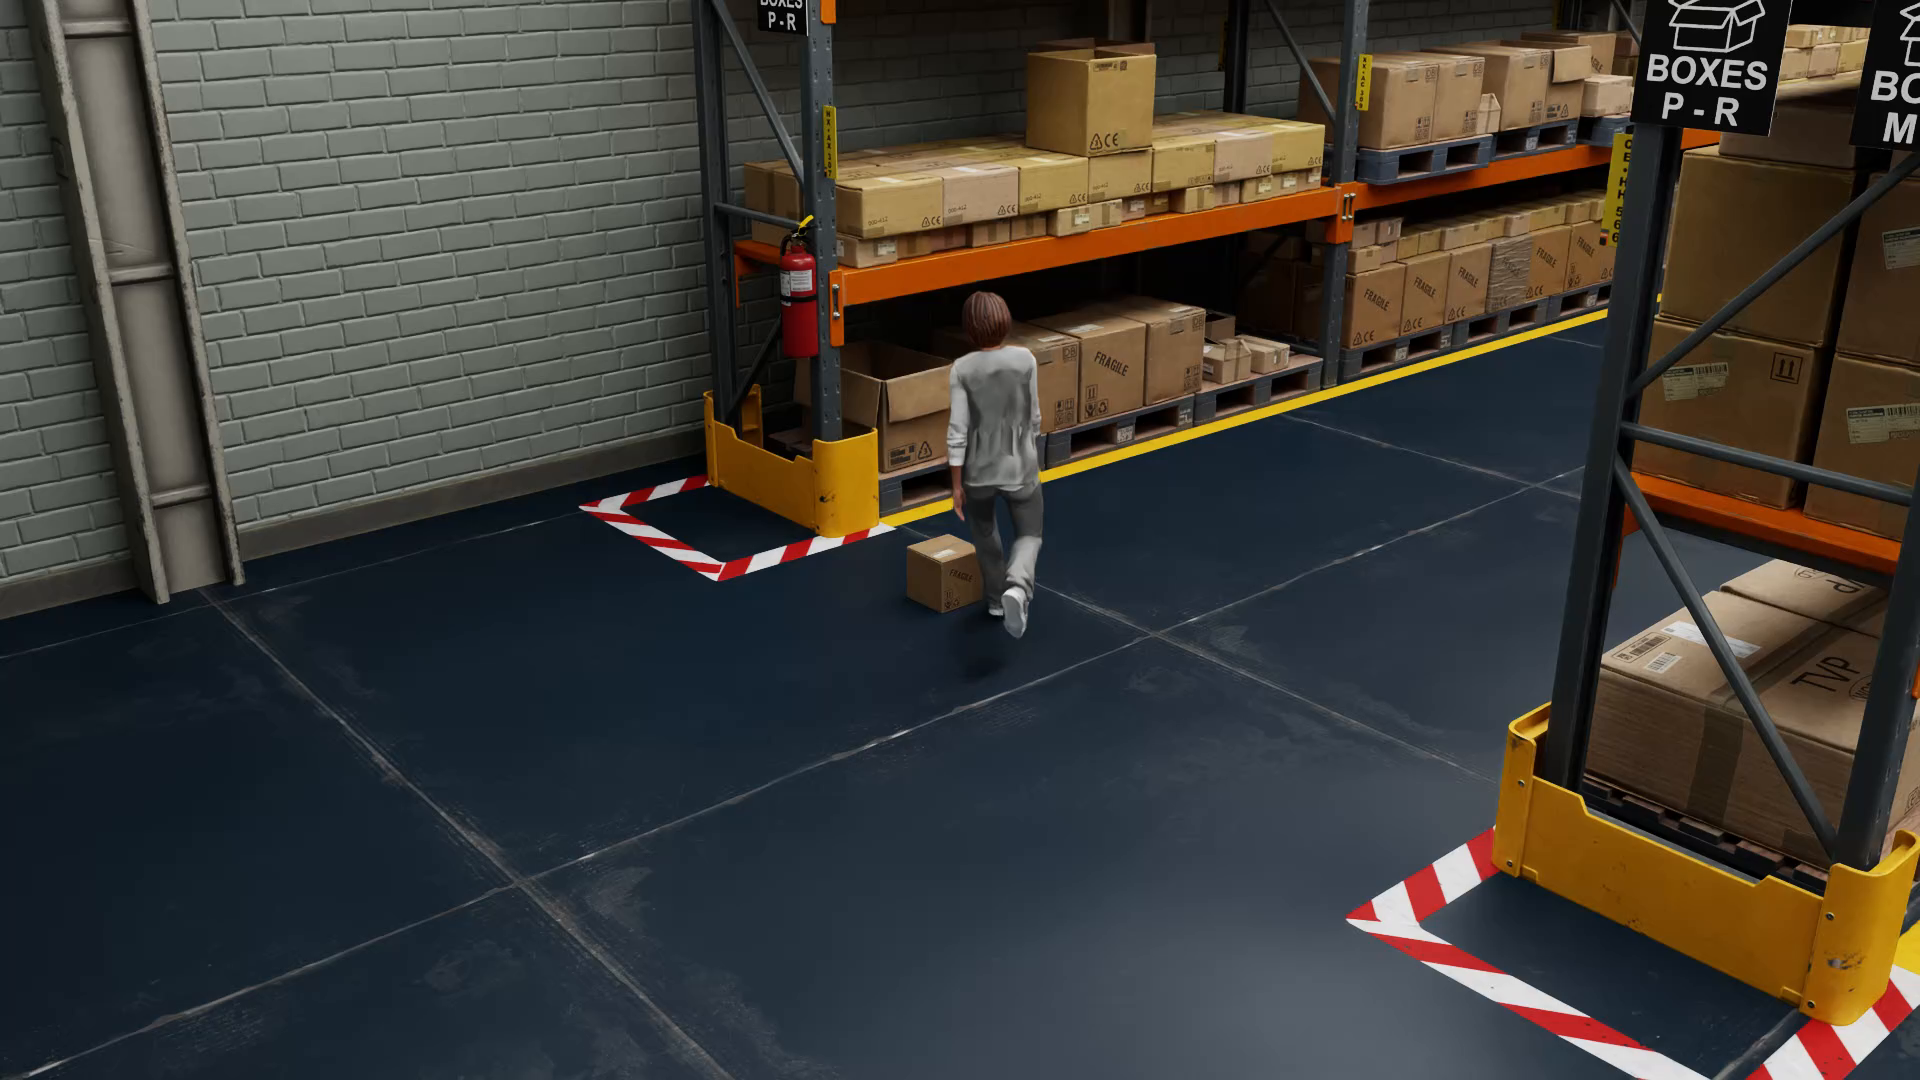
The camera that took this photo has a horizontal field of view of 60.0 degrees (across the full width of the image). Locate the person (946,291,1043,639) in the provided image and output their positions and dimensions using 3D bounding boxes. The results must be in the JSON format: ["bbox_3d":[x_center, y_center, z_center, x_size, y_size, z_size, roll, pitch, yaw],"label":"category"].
[{"bbox_3d":[0.147,-0.301,6.972,0.422,1.512,0.799,-2,21,-4],"label":"person"}]
